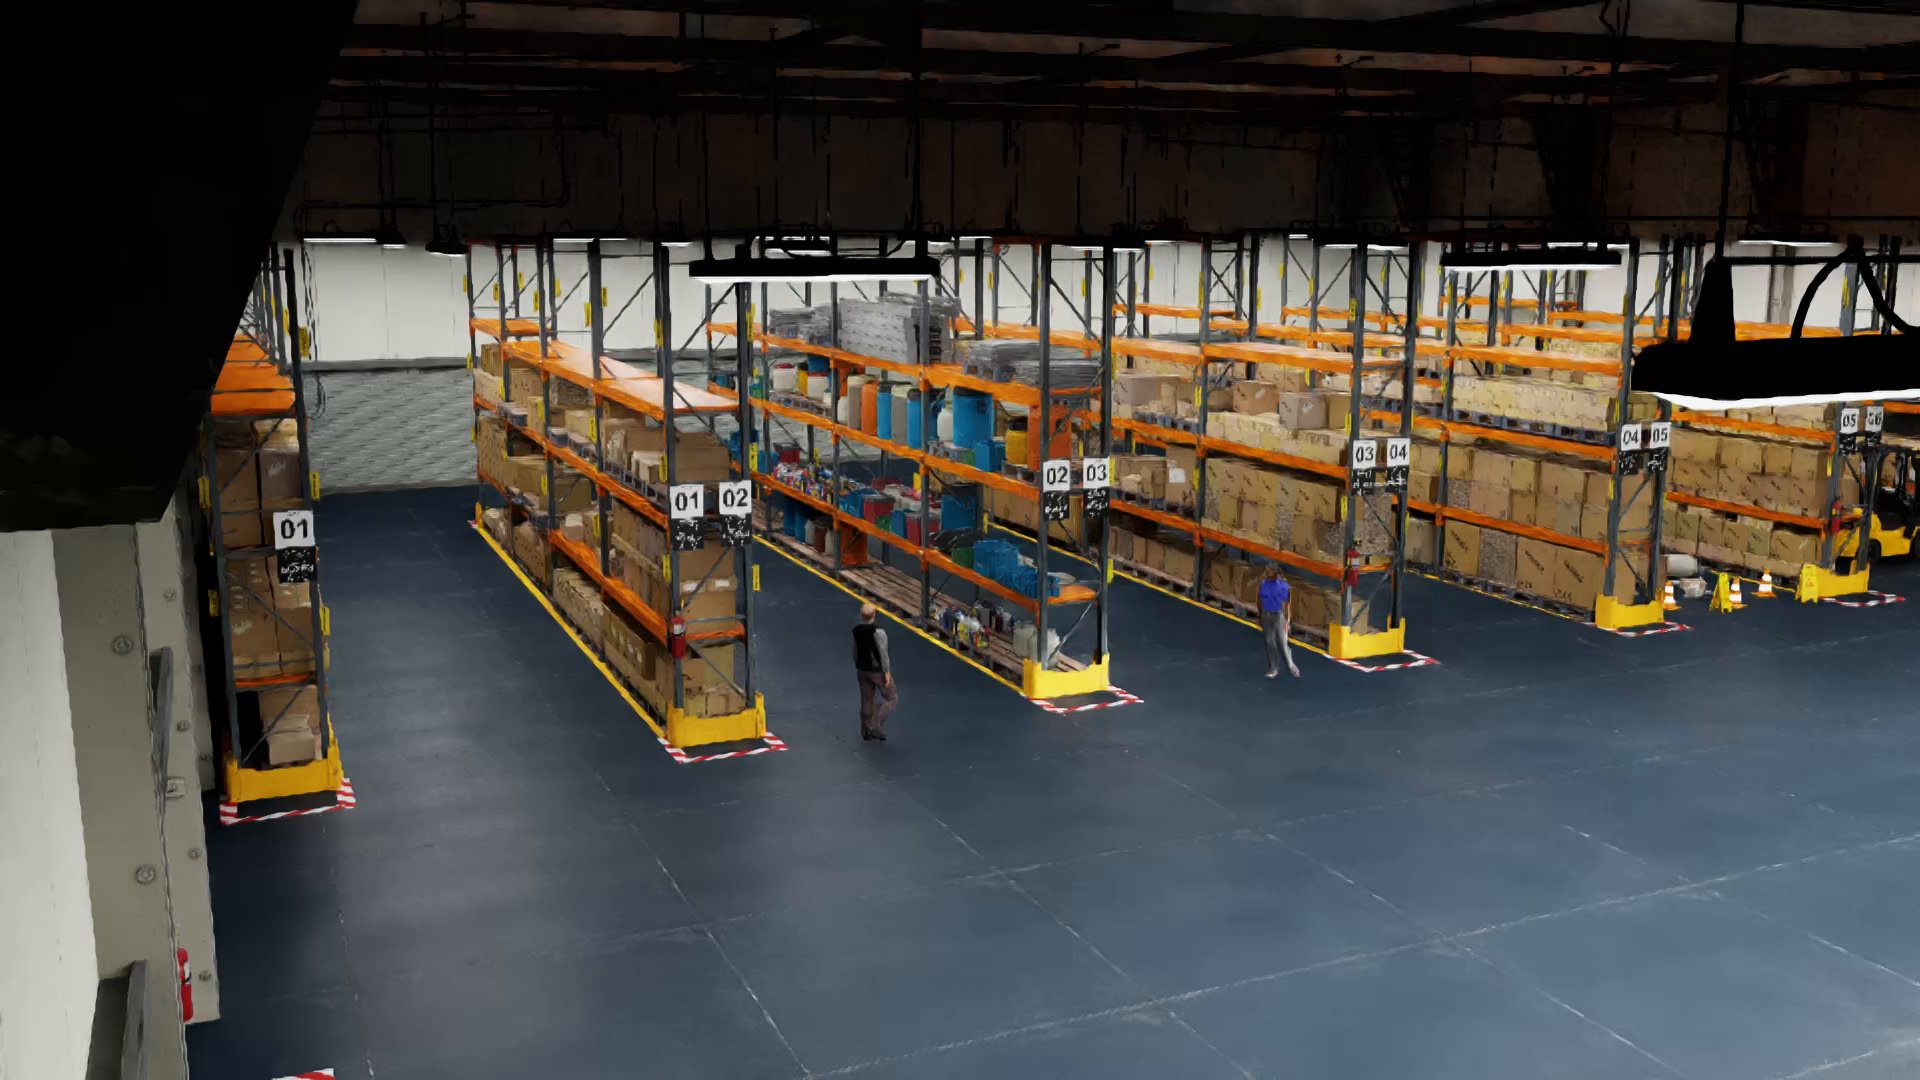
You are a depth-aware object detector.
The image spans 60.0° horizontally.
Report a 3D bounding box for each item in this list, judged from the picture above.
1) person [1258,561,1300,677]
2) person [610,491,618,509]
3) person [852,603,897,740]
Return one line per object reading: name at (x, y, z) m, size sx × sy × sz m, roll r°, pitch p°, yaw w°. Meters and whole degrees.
person at (4.424, 1.103, 23.089) m, size 0.612 × 1.637 × 0.441 m, roll 7°, pitch 13°, yaw 32°
person at (-6.916, -0.931, 33.438) m, size 0.677 × 1.726 × 0.569 m, roll -5°, pitch 12°, yaw -26°
person at (-1.076, 1.612, 20.300) m, size 0.569 × 1.719 × 0.444 m, roll 8°, pitch 14°, yaw 37°
